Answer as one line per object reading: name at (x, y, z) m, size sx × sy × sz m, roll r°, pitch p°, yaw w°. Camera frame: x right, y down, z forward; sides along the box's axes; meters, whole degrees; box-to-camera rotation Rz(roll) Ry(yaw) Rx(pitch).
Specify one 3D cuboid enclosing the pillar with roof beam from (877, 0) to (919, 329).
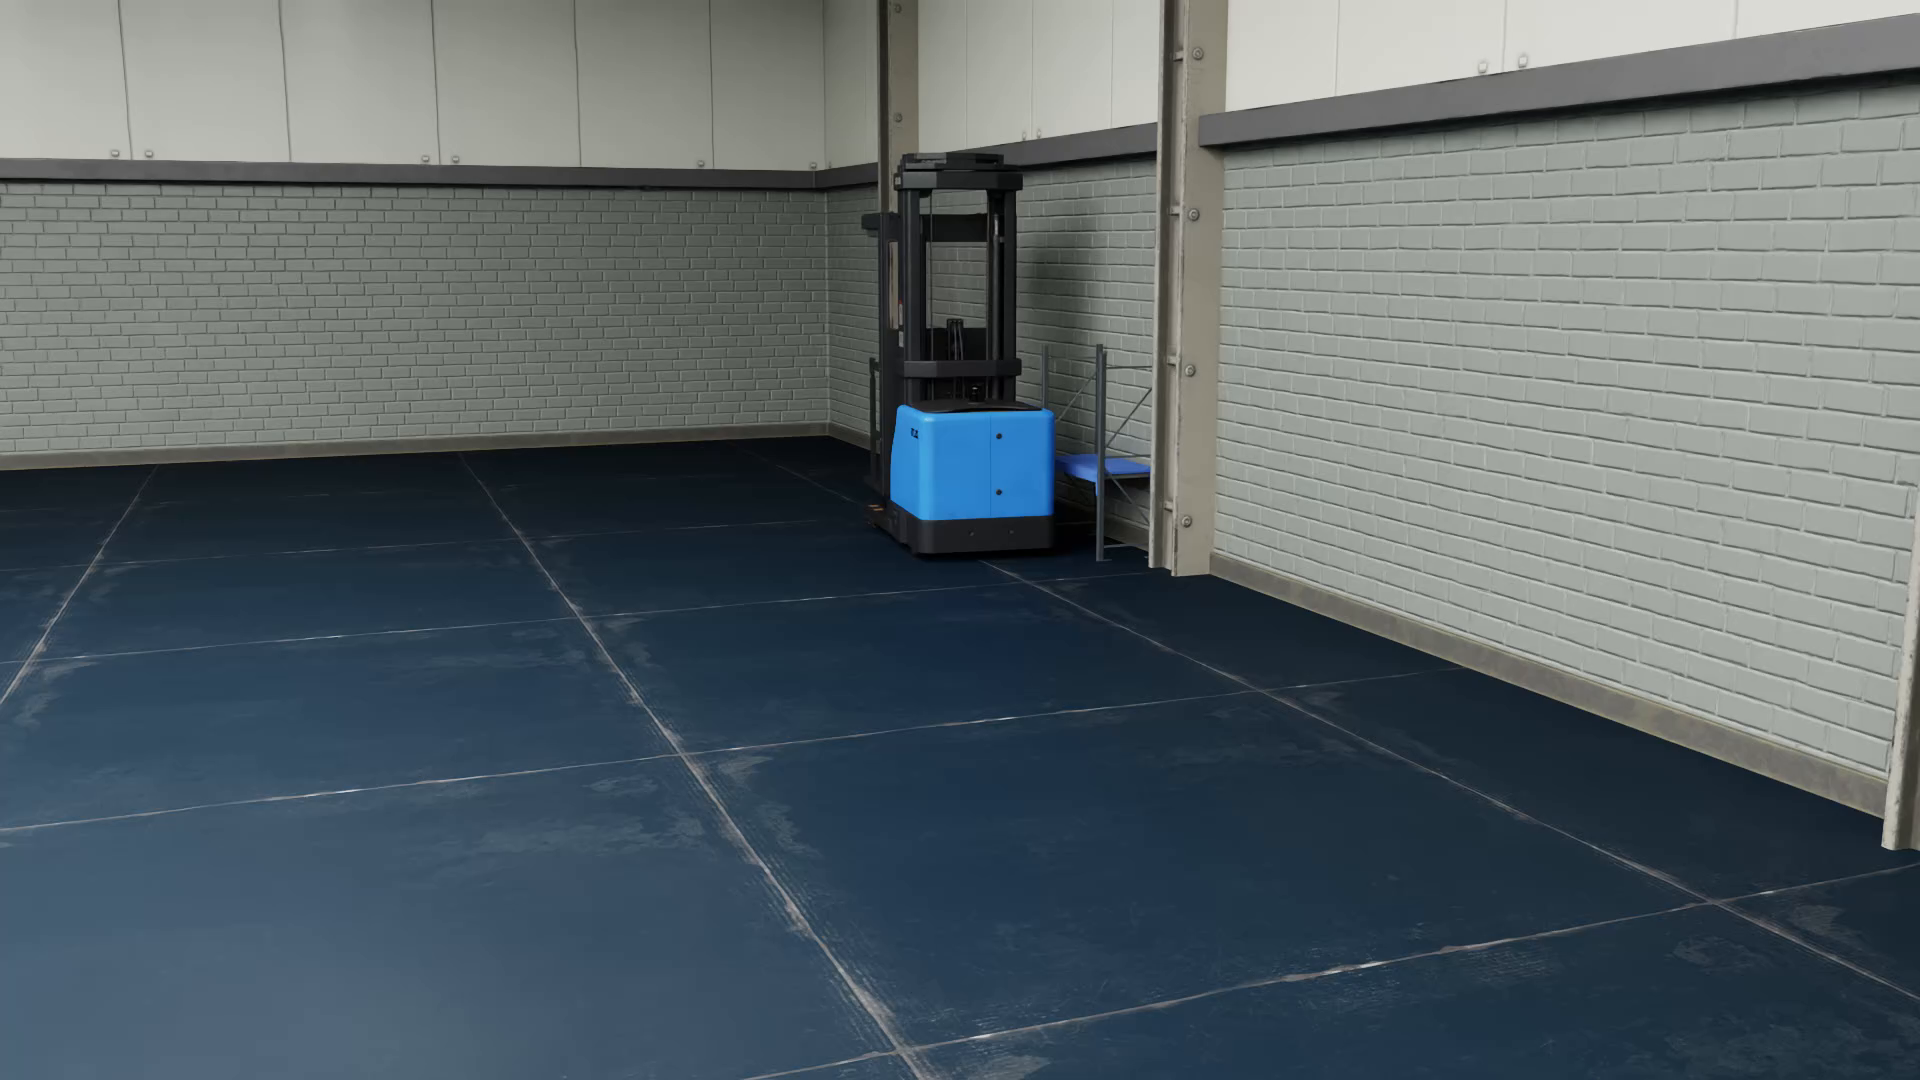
pillar with roof beam at (-4.630, -4.925, 14.915) m, size 9.100 × 9.000 × 0.400 m, roll -4°, pitch 11°, yaw -21°

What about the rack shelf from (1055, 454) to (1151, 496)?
rack shelf at (1.048, -0.506, 12.511) m, size 0.538 × 0.185 × 1.000 m, roll -4°, pitch 11°, yaw -20°

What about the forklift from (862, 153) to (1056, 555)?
forklift at (-0.159, -1.550, 13.262) m, size 1.130 × 2.935 × 3.031 m, roll -3°, pitch 10°, yaw -14°

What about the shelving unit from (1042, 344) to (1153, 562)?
shelving unit at (1.048, -0.683, 12.480) m, size 0.538 × 1.500 × 1.048 m, roll -4°, pitch 11°, yaw -20°

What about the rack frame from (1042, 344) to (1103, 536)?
rack frame at (0.869, -0.767, 12.948) m, size 0.500 × 1.500 × 0.032 m, roll -4°, pitch 11°, yaw -20°

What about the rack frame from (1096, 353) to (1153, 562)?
rack frame at (1.227, -0.600, 12.012) m, size 0.500 × 1.500 × 0.032 m, roll -4°, pitch 11°, yaw -20°

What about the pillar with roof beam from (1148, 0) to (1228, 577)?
pillar with roof beam at (-2.456, -3.946, 9.409) m, size 9.100 × 9.000 × 0.400 m, roll -4°, pitch 11°, yaw -21°
